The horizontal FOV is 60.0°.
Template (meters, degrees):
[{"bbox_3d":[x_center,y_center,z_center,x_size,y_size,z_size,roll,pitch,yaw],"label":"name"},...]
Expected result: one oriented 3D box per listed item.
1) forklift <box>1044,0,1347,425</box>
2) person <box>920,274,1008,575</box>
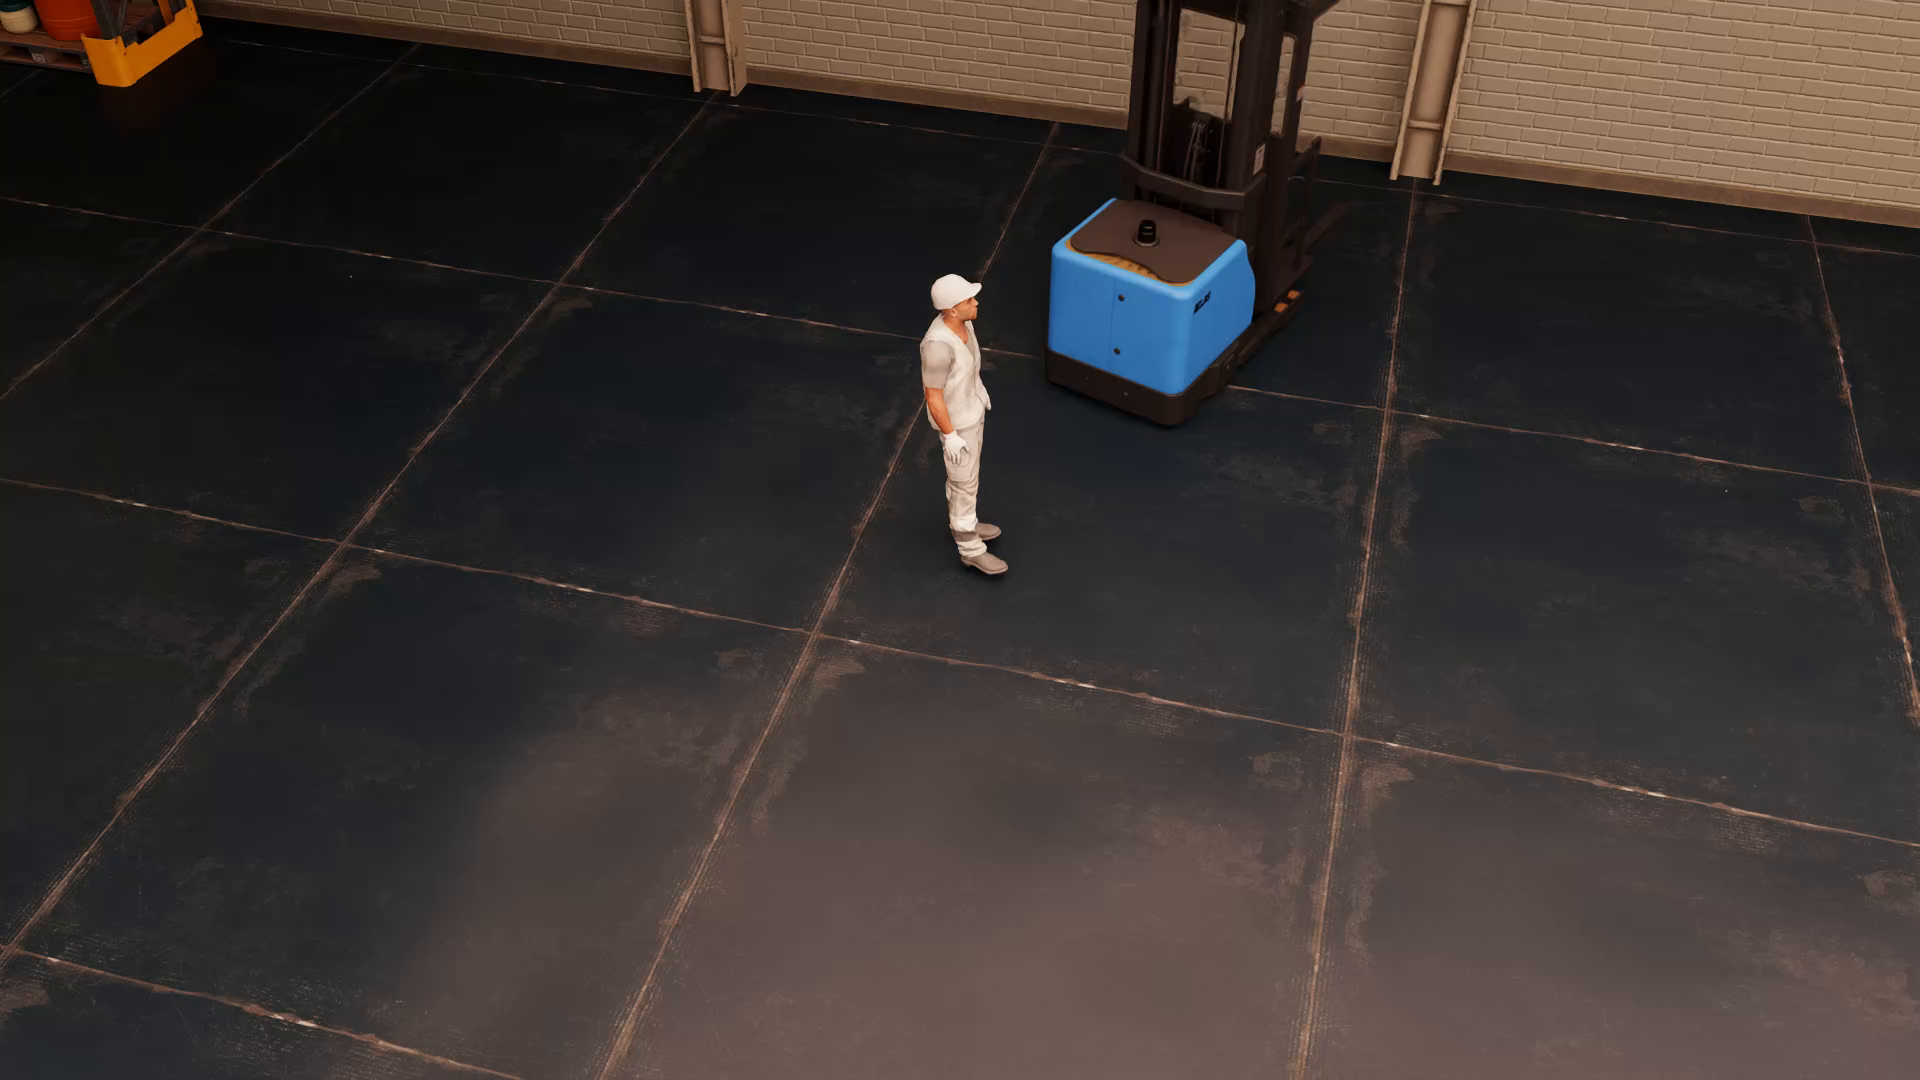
[{"bbox_3d":[1.816,-2.785,11.038,1.130,2.935,3.031,24,47,25],"label":"forklift"},{"bbox_3d":[0.074,-0.687,9.440,0.564,1.786,0.638,10,42,11],"label":"person"}]
